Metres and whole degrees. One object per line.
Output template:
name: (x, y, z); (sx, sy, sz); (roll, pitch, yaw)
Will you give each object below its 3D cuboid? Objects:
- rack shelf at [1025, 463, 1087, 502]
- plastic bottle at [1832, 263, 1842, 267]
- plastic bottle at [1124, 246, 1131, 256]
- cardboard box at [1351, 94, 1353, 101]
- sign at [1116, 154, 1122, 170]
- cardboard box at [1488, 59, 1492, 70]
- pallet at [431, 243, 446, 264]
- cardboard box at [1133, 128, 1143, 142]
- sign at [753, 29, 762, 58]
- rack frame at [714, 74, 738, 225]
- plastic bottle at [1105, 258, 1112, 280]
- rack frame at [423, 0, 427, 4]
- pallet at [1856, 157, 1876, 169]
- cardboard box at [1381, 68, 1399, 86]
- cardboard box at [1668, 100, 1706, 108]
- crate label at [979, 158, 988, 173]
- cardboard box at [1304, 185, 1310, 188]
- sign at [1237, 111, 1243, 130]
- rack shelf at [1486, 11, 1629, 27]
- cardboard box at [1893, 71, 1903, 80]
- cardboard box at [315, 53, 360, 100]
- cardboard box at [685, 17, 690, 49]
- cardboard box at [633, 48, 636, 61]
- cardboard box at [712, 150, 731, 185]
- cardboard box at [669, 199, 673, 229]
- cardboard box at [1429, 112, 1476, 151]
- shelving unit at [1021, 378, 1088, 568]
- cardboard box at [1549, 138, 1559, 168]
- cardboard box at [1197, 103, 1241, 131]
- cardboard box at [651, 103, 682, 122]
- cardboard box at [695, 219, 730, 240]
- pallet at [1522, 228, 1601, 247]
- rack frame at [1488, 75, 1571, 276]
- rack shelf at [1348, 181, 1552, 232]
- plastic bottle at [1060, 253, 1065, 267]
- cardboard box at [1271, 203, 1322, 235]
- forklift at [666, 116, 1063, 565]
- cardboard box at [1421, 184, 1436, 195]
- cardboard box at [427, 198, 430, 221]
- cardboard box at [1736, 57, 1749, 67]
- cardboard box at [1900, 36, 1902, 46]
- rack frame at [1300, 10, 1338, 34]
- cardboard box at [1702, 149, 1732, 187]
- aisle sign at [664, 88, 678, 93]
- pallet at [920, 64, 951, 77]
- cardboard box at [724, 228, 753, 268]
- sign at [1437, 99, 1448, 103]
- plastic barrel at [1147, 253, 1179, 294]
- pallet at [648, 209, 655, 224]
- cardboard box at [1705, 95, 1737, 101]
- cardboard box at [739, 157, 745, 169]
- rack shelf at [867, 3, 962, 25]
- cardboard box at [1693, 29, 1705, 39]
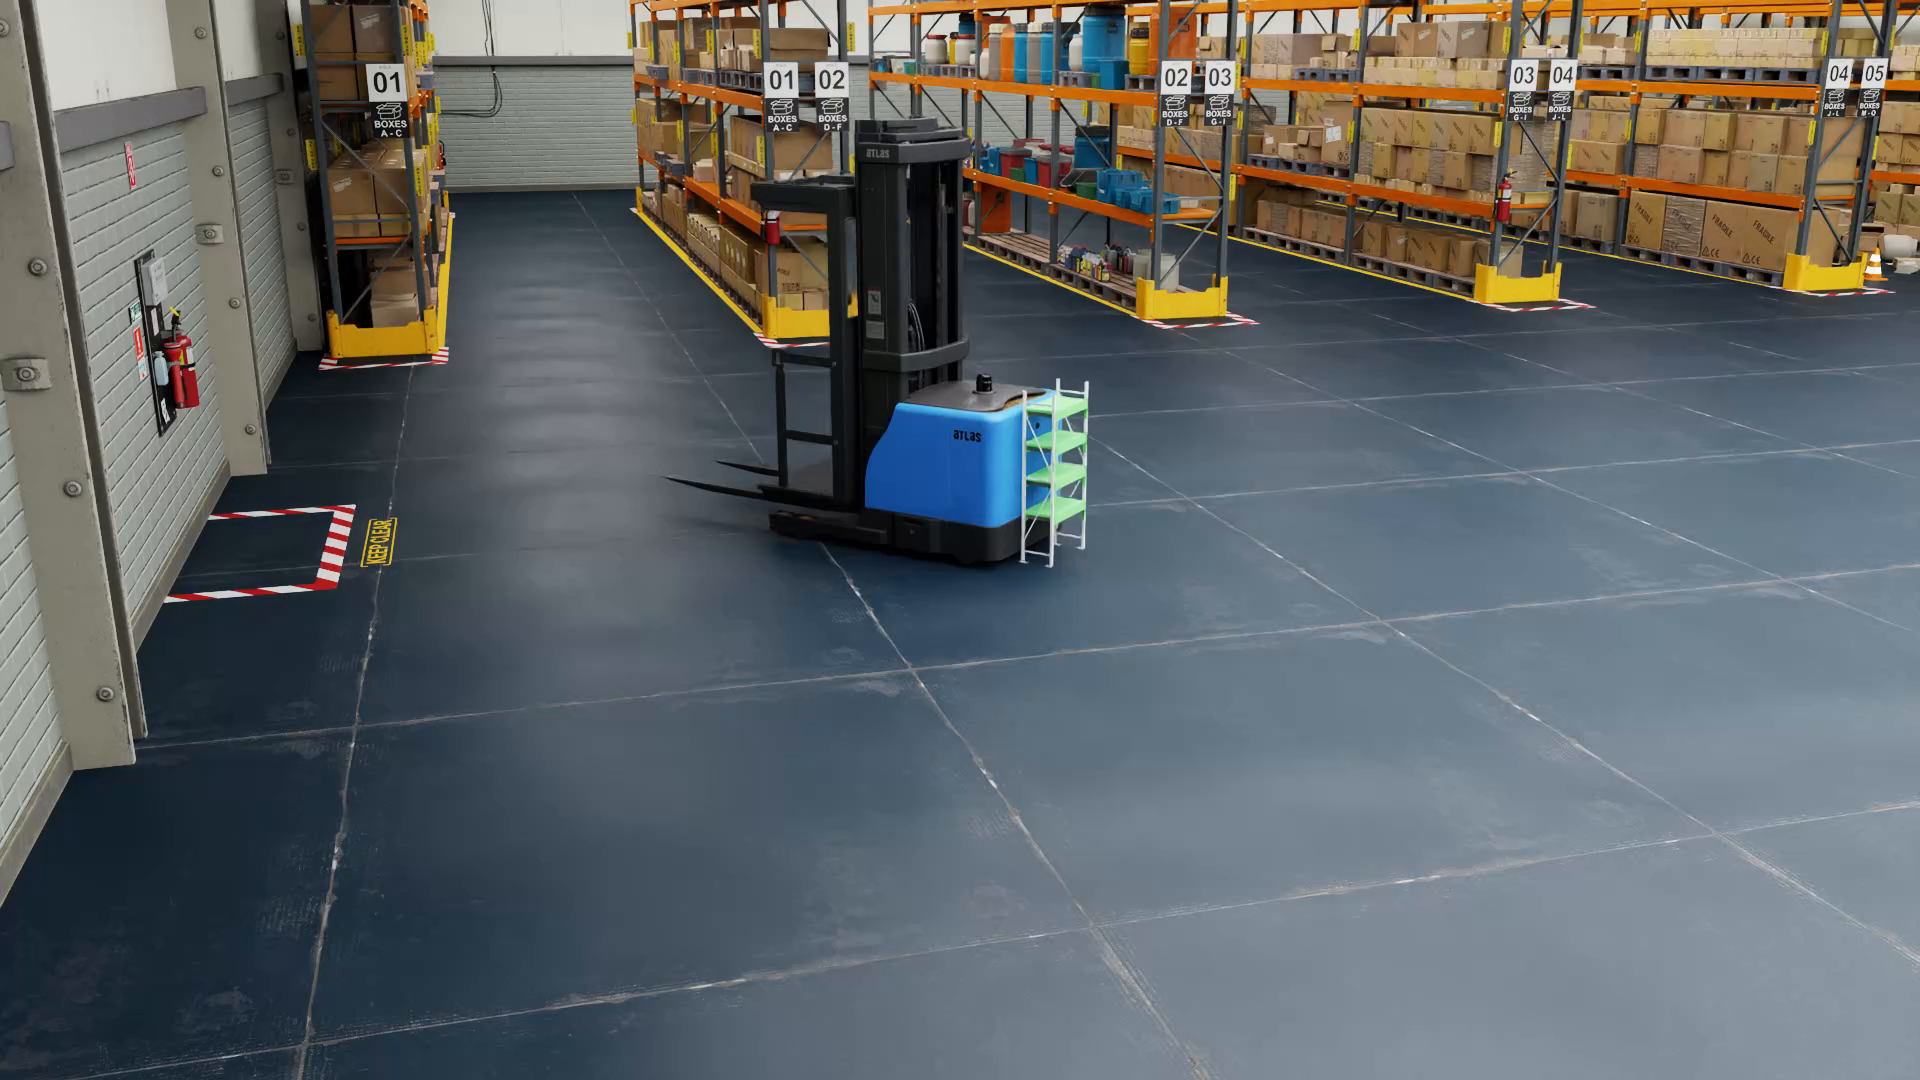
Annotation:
rack shelf: (0.650, -0.404, 11.433); (0.258, 0.148, 0.480); (10, 19, 29)
plastic bottle: (13.794, -4.348, 26.321); (0.133, 0.061, 0.283); (-12, 20, -34)
plastic bottle: (2.446, -4.096, 24.213); (0.144, 0.351, 0.185); (-5, 17, -16)
cardboard box: (8.674, -9.341, 35.405); (0.500, 0.500, 0.500); (-5, 18, -17)
sign: (2.382, -5.625, 24.982); (0.100, 0.325, 0.005); (-5, 17, -15)
cardboard box: (7.377, -6.426, 22.484); (0.380, 0.149, 0.250); (-5, 18, -17)
pallet: (-8.919, -4.663, 27.110); (1.003, 0.211, 1.213); (-5, 17, -15)
cardboard box: (3.896, -8.371, 34.350); (0.500, 0.250, 0.500); (-4, 17, -14)
sign: (-2.340, -5.738, 19.226); (0.100, 0.325, 0.005); (-5, 17, -15)
rack frame: (-2.913, -5.061, 23.587); (1.000, 3.000, 0.127); (-5, 17, -15)
plastic bottle: (2.083, -3.809, 23.375); (0.061, 0.283, 0.133); (-5, 17, -15)
rack frame: (-10.973, -10.861, 32.467); (1.000, 3.000, 0.127); (-5, 17, -15)
pallet: (16.071, -6.758, 29.569); (1.003, 0.211, 1.213); (-5, 17, -15)
cardboard box: (6.640, -6.917, 24.813); (0.500, 0.250, 0.500); (-5, 17, -16)
cardboard box: (14.499, -8.523, 33.202); (0.500, 0.500, 0.500); (-4, 17, -14)
crate label: (0.506, -6.332, 28.108); (0.303, 0.233, 0.416); (-5, 17, -15)
cardboard box: (8.098, -8.126, 38.017); (0.380, 0.149, 0.250); (-5, 17, -15)
sign: (4.981, -7.459, 29.558); (0.100, 0.325, 0.005); (-5, 17, -15)
rack shelf: (13.393, -11.730, 37.305); (1.077, 0.370, 4.000); (-5, 17, -15)
cardboard box: (15.989, -7.836, 28.048); (0.380, 0.149, 0.250); (-5, 17, -16)
cardboard box: (-6.934, -5.151, 18.465); (0.500, 0.500, 0.500); (-3, 17, -11)
cardboard box: (-4.267, -8.393, 27.553); (0.500, 0.500, 0.500); (-5, 17, -15)
cardboard box: (-6.320, -9.822, 33.613); (0.500, 0.250, 0.500); (-5, 17, -15)
cardboard box: (-3.536, -5.753, 25.715); (0.500, 0.500, 0.500); (-6, 18, -18)
cardboard box: (-4.926, -5.849, 29.790); (0.500, 0.500, 0.500); (-4, 17, -15)
cardboard box: (7.045, -5.815, 23.668); (0.500, 0.500, 0.500); (-5, 17, -15)
shelving unit: (0.650, -0.465, 11.415); (0.258, 1.200, 0.503); (10, 19, 29)
cardboard box: (10.589, -6.798, 29.196); (0.500, 0.500, 0.500); (-5, 17, -16)
cardboard box: (4.961, -8.047, 31.609); (0.797, 0.503, 0.637); (-4, 17, -13)
cardboard box: (-5.500, -7.920, 31.193); (0.500, 0.500, 0.500); (-5, 17, -15)
cardboard box: (-3.861, -4.866, 26.013); (0.500, 0.311, 0.500); (-5, 17, -17)
pallet: (10.786, -5.417, 29.620); (1.003, 0.211, 1.213); (-5, 17, -15)
rack frame: (7.712, -4.737, 22.507); (1.000, 3.000, 0.127); (-5, 17, -15)
rack shelf: (7.162, -4.945, 24.452); (1.077, 0.370, 4.000); (-5, 17, -15)
plastic bottle: (1.544, -4.171, 24.724); (0.097, 0.201, 0.097); (0, 17, 0)
cardboard box: (5.881, -5.627, 29.051); (0.700, 0.500, 0.500); (-6, 18, -20)
forklift: (-0.792, -1.530, 11.951); (3.031, 2.935, 1.130); (10, 19, 29)
cardboard box: (6.922, -5.086, 24.105); (0.380, 0.149, 0.250); (-5, 17, -15)
cardboard box: (-6.832, -4.084, 20.559); (0.500, 0.250, 0.500); (-5, 17, -15)
cardboard box: (11.743, -7.083, 24.636); (0.380, 0.149, 0.250); (-5, 17, -15)
cardboard box: (16.219, -8.762, 29.356); (0.500, 0.250, 0.500); (-5, 17, -16)
rack frame: (8.111, -12.400, 37.590); (1.000, 3.000, 0.127); (-5, 17, -15)
cardboard box: (11.972, -5.730, 25.554); (0.875, 0.550, 0.500); (-5, 17, -15)
aisle sign: (-5.935, -9.668, 34.406); (0.394, 0.787, 0.004); (-5, 17, -15)
pallet: (-0.039, -8.802, 31.153); (1.213, 0.211, 1.003); (-5, 17, -15)
cardboard box: (-2.942, -4.014, 22.846); (0.500, 0.500, 0.500); (-5, 17, -15)
sign: (13.221, -12.078, 45.511); (0.339, 0.242, 0.001); (-5, 17, -15)
plastic barrel: (2.695, -3.531, 22.087); (0.421, 0.512, 0.421); (0, 17, 0)
pallet: (-5.639, -6.466, 33.113); (1.003, 0.211, 1.213); (-5, 17, -15)
cardboard box: (17.893, -10.208, 39.160); (0.500, 0.500, 0.500); (-4, 17, -14)
cardboard box: (-2.744, -5.047, 22.240); (0.380, 0.149, 0.250); (-5, 18, -17)
rack shelf: (-0.898, -10.555, 33.393); (1.077, 0.370, 4.000); (-5, 17, -15)
cardboard box: (11.465, -7.745, 25.455); (0.380, 0.149, 0.250); (-5, 17, -15)
